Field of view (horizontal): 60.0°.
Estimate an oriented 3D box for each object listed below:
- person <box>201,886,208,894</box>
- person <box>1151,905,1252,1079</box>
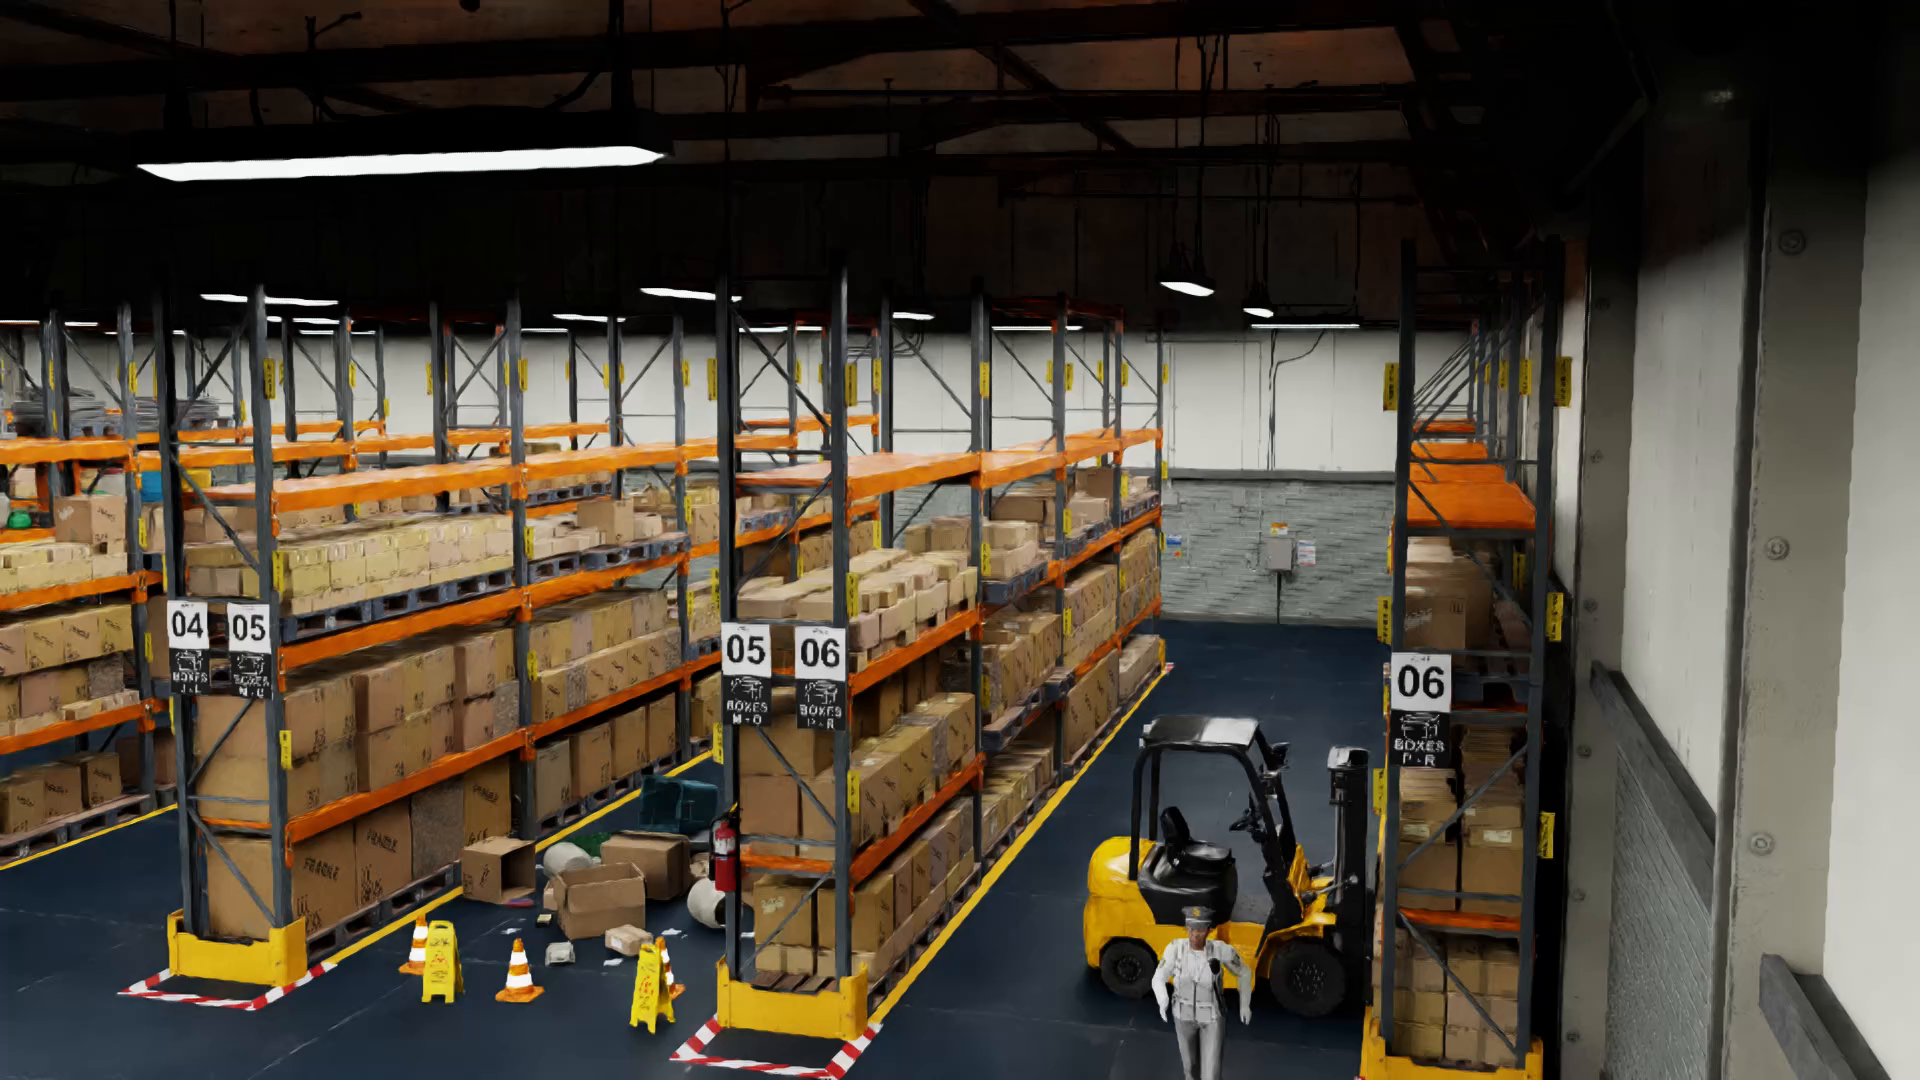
[{"bbox_3d":[-7.292,2.624,16.500,0.497,1.582,1.090,2,6,17],"label":"person"},{"bbox_3d":[1.604,3.195,11.121,0.636,1.609,0.814,2,6,21],"label":"person"}]
